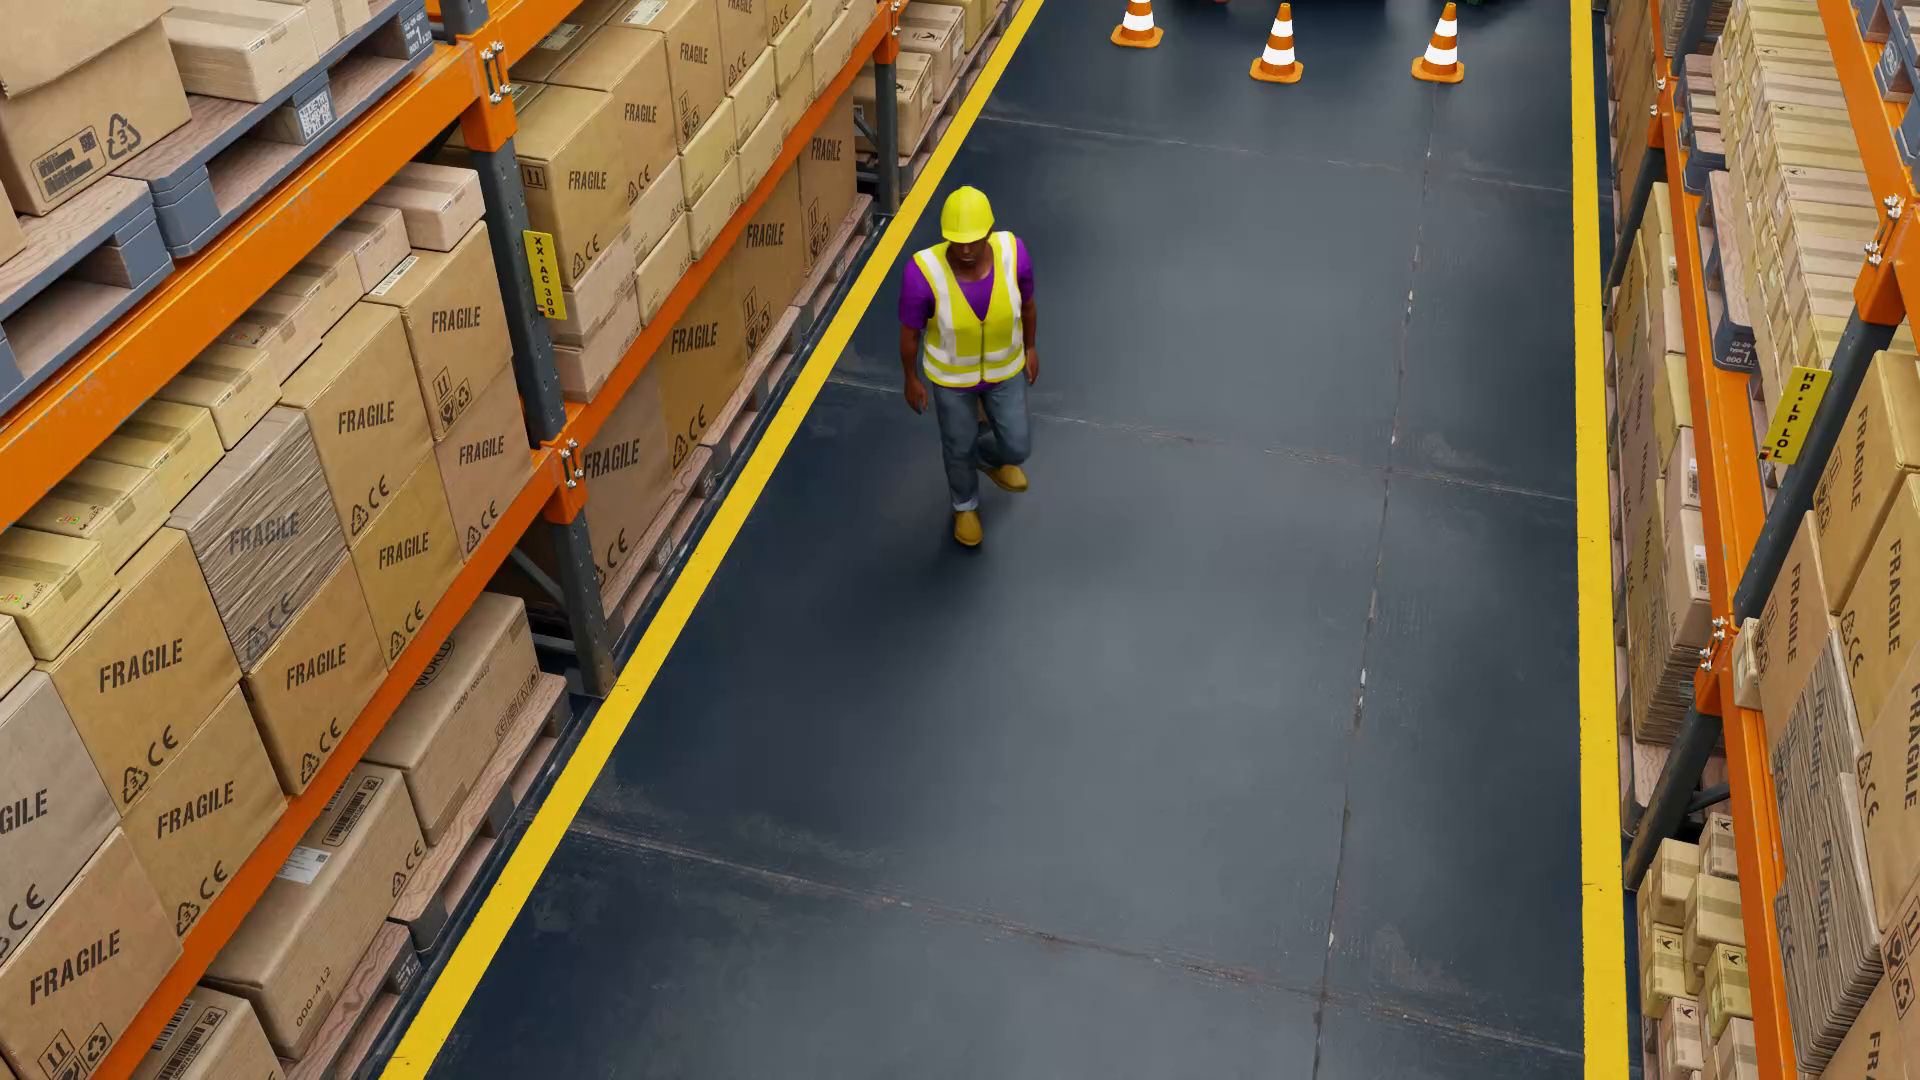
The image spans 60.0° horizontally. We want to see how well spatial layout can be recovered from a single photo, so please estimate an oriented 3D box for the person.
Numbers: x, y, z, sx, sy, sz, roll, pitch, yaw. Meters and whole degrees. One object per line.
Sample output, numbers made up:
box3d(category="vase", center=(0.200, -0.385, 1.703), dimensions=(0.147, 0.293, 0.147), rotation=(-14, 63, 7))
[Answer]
box3d(category="person", center=(0.045, -0.737, 6.987), dimensions=(0.615, 1.759, 0.558), rotation=(-9, 42, -10))
